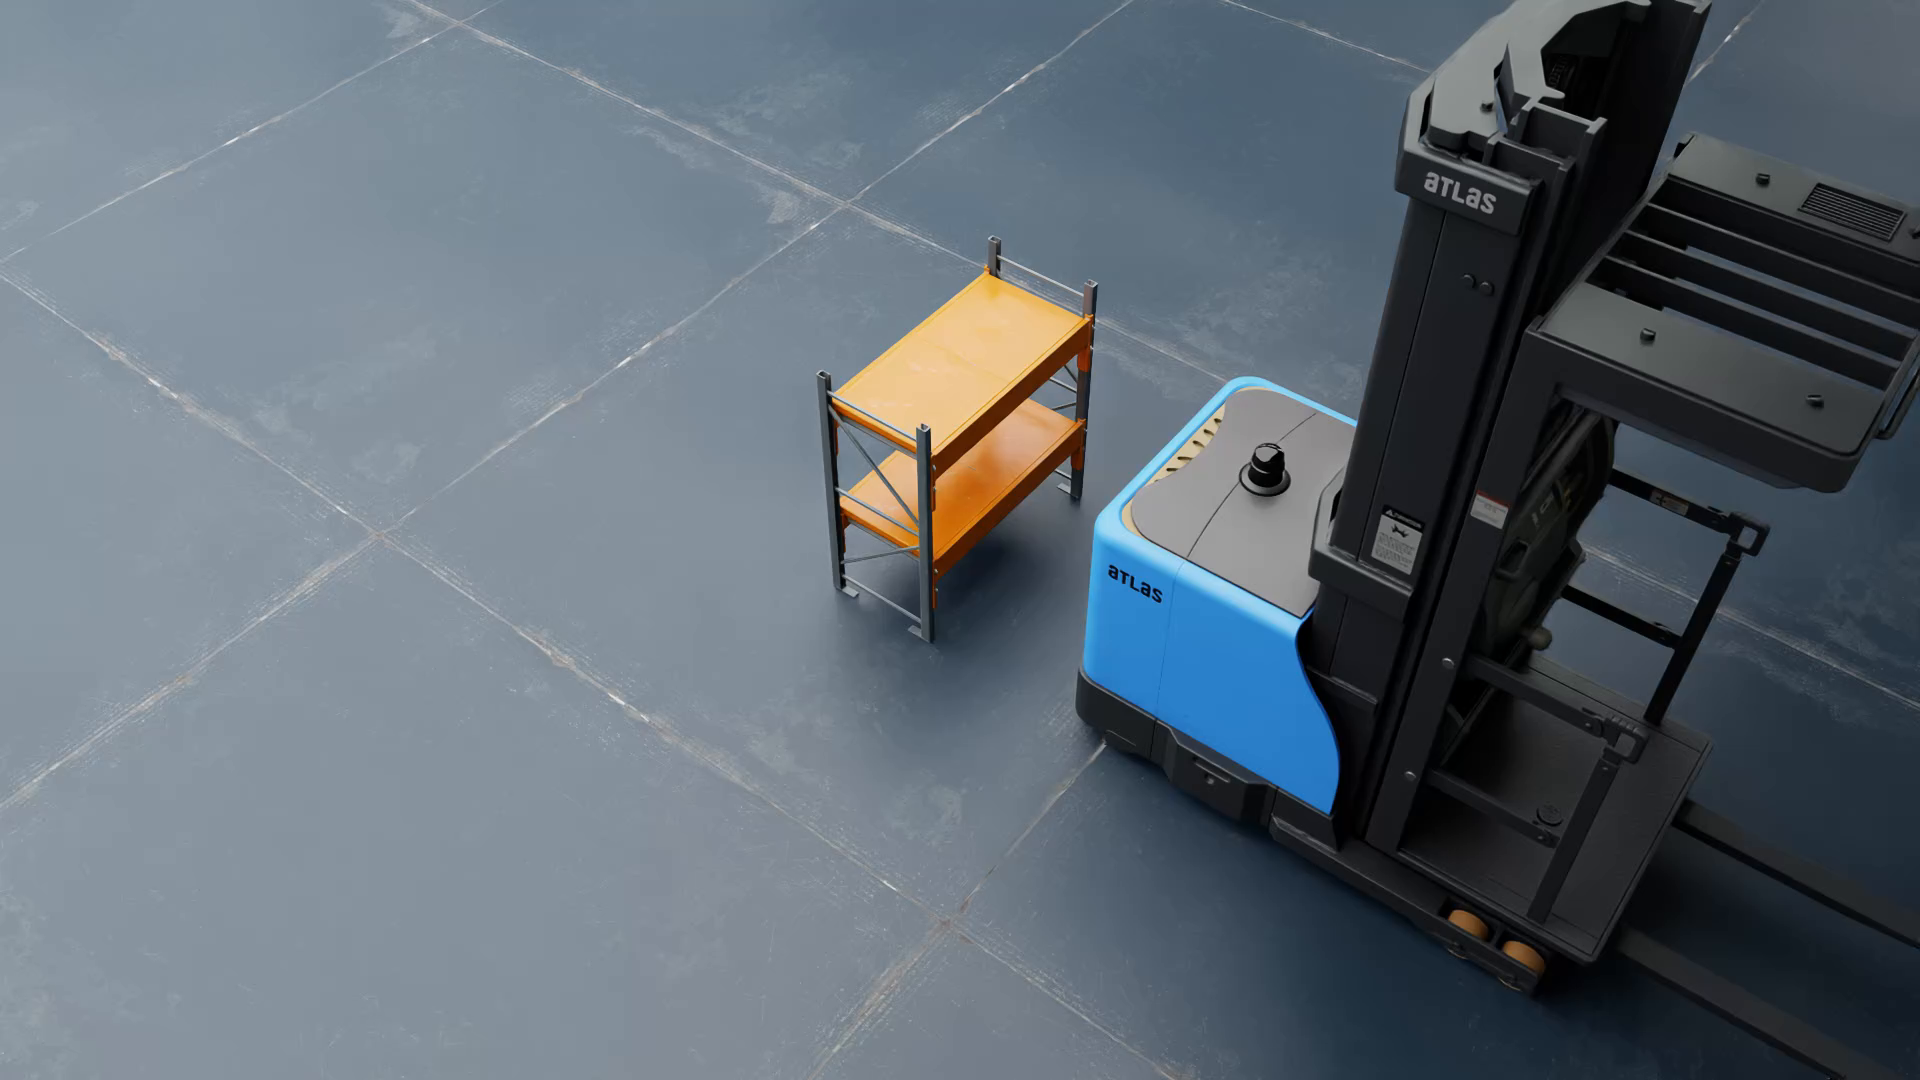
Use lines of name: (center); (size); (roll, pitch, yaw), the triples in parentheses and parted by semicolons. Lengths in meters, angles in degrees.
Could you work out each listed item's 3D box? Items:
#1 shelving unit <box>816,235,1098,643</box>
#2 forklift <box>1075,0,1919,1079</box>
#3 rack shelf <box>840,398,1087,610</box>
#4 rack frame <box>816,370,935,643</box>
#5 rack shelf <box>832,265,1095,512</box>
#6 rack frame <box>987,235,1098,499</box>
shelving unit: (0.004, -0.392, 6.512); (0.538, 1.125, 1.048); (29, 53, 25)
forklift: (1.913, 0.032, 4.857); (3.031, 2.935, 1.130); (29, 53, 25)
rack shelf: (0.004, -0.224, 6.688); (0.538, 0.278, 1.000); (29, 53, 25)
rack frame: (-0.307, -0.102, 6.234); (0.500, 1.125, 0.032); (29, 53, 25)
rack shelf: (0.004, -0.595, 6.300); (0.538, 0.278, 1.000); (29, 53, 25)
rack frame: (0.315, -0.683, 6.790); (0.500, 1.125, 0.032); (29, 53, 25)
